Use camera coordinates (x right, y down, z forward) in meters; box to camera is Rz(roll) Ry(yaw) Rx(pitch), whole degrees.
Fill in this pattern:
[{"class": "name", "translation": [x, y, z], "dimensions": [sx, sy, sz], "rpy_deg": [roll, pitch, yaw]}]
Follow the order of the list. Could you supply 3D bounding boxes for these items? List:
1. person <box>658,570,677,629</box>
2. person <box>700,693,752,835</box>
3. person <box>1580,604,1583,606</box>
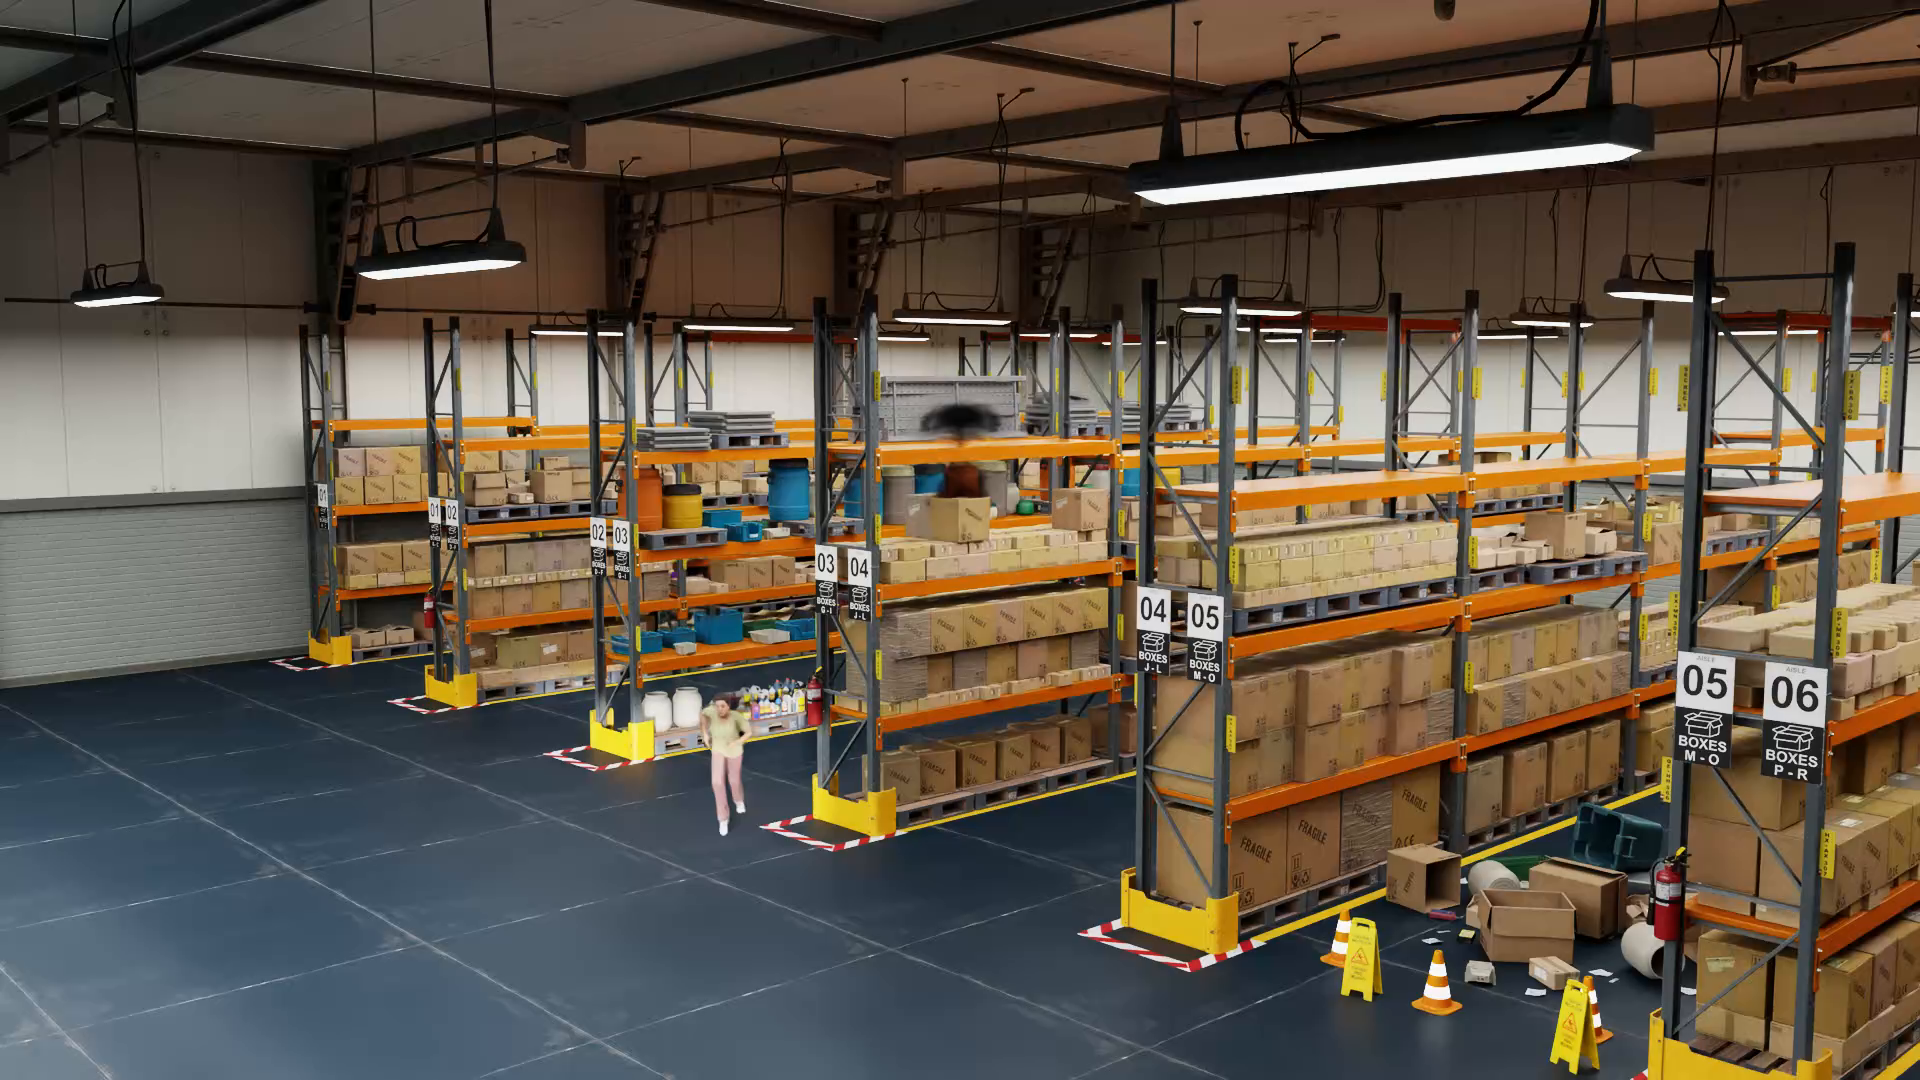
[{"class": "person", "translation": [-5.519, 1.175, 30.880], "dimensions": [0.833, 1.811, 0.653], "rpy_deg": [-4, 7, -34]}, {"class": "person", "translation": [-2.643, 2.484, 18.987], "dimensions": [0.622, 1.629, 0.922], "rpy_deg": [1, 6, 6]}, {"class": "person", "translation": [9.610, 1.773, 25.782], "dimensions": [0.556, 1.604, 0.630], "rpy_deg": [4, 7, 33]}]
